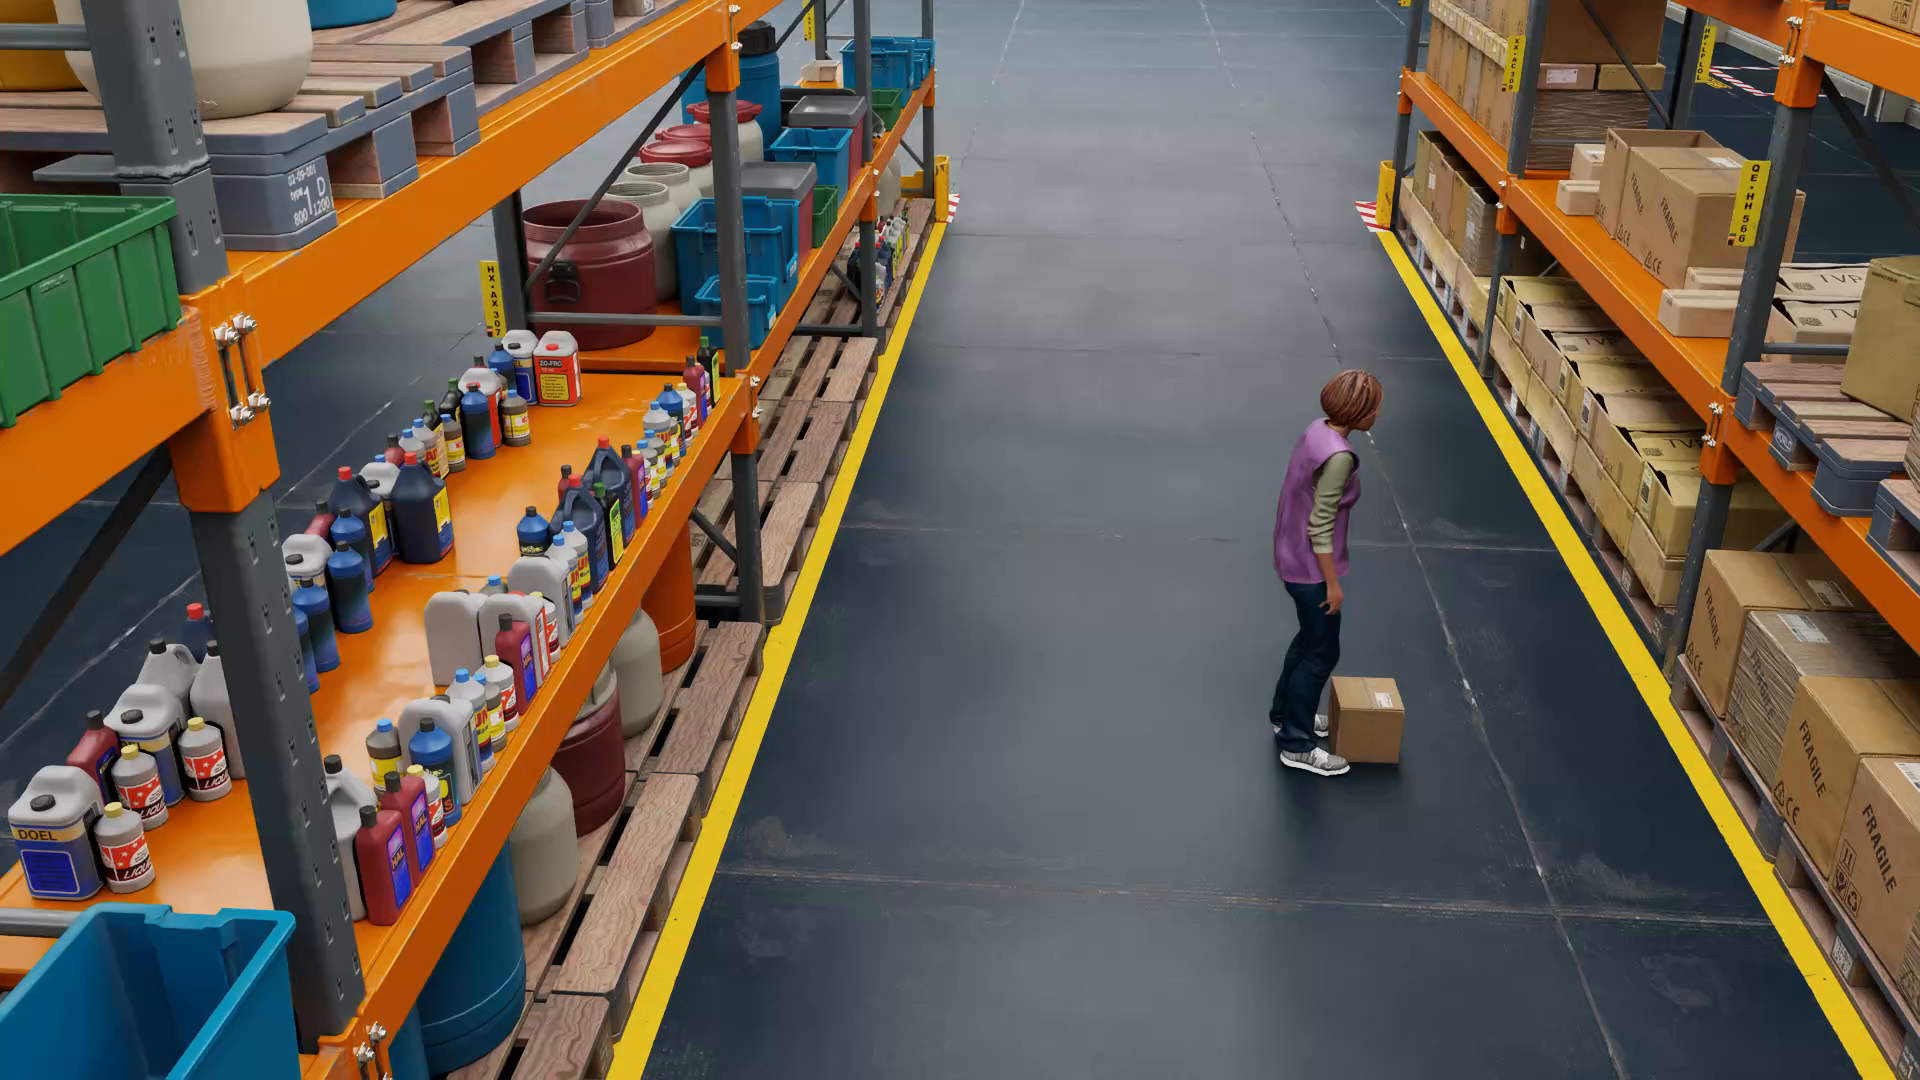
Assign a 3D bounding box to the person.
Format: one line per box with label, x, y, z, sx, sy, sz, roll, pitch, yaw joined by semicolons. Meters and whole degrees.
person;1.377;0.108;6.385;0.344;1.593;0.460;2;25;4
